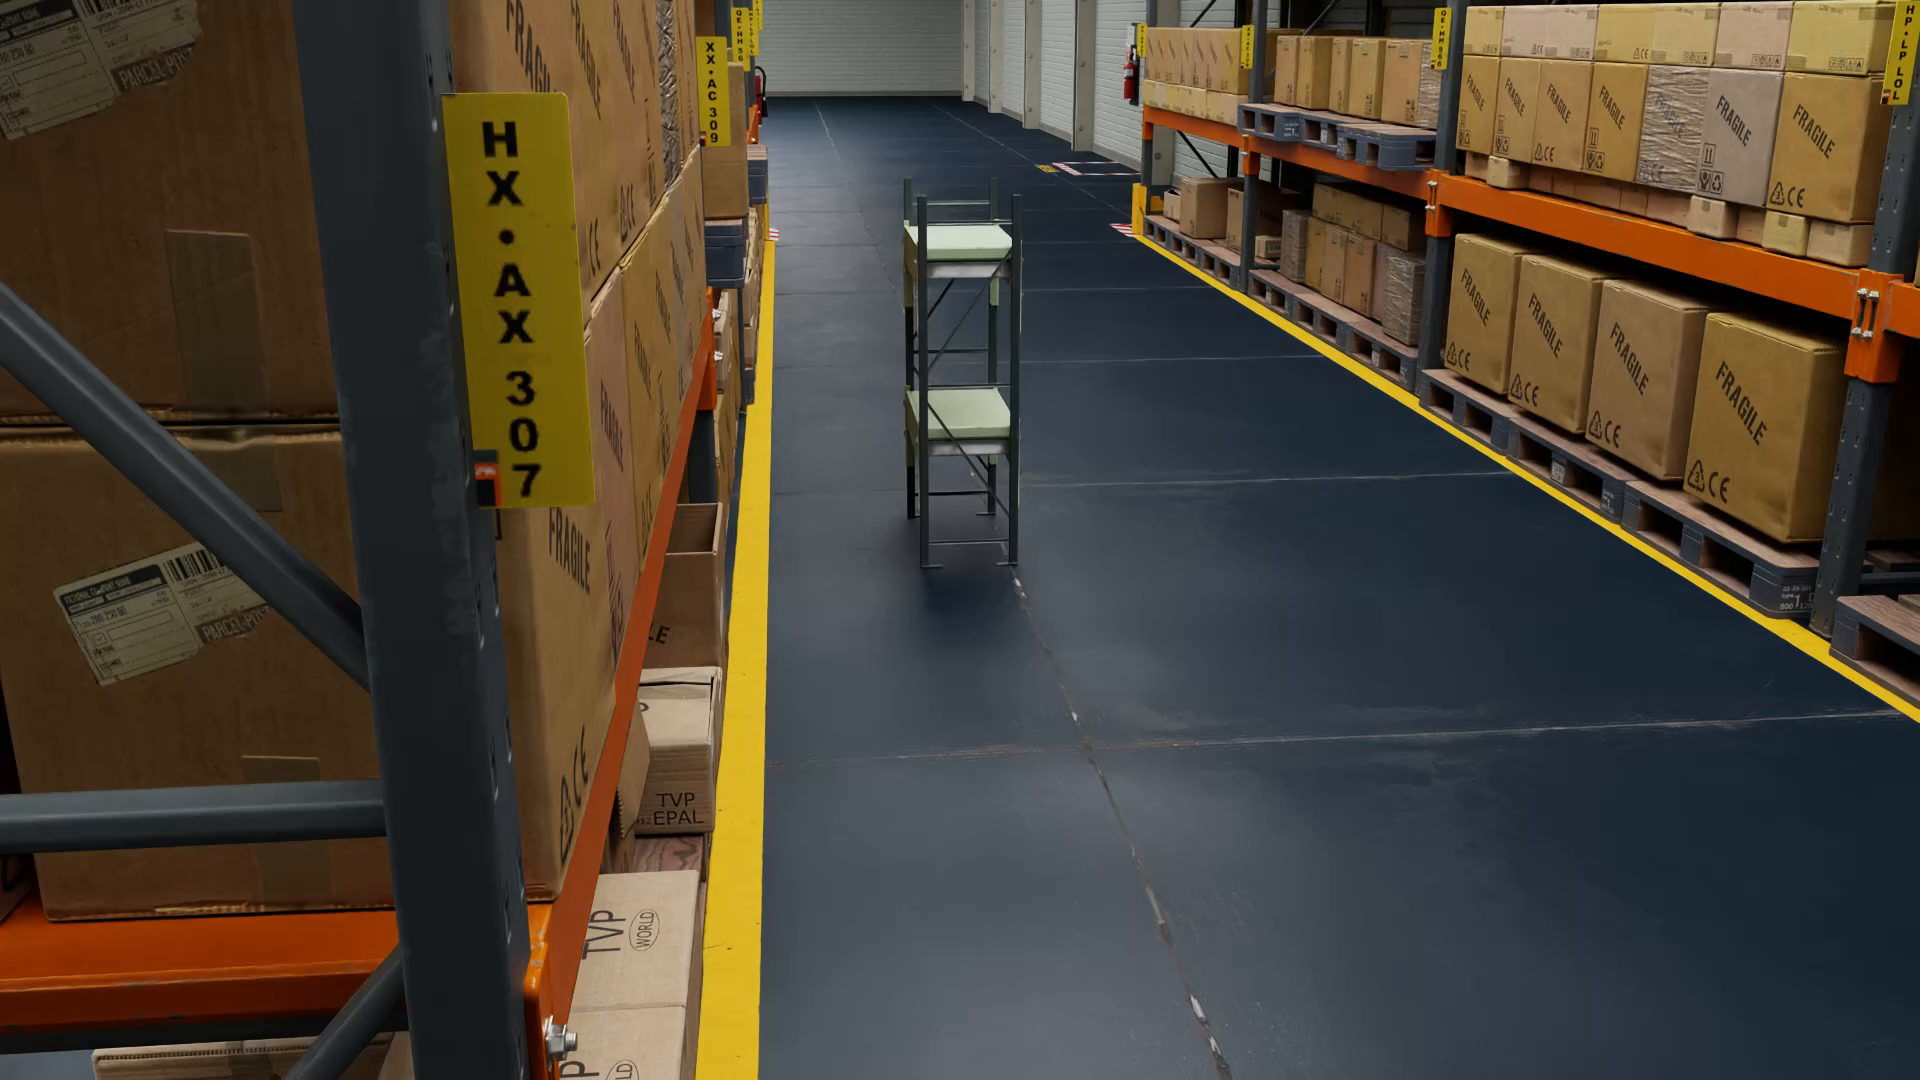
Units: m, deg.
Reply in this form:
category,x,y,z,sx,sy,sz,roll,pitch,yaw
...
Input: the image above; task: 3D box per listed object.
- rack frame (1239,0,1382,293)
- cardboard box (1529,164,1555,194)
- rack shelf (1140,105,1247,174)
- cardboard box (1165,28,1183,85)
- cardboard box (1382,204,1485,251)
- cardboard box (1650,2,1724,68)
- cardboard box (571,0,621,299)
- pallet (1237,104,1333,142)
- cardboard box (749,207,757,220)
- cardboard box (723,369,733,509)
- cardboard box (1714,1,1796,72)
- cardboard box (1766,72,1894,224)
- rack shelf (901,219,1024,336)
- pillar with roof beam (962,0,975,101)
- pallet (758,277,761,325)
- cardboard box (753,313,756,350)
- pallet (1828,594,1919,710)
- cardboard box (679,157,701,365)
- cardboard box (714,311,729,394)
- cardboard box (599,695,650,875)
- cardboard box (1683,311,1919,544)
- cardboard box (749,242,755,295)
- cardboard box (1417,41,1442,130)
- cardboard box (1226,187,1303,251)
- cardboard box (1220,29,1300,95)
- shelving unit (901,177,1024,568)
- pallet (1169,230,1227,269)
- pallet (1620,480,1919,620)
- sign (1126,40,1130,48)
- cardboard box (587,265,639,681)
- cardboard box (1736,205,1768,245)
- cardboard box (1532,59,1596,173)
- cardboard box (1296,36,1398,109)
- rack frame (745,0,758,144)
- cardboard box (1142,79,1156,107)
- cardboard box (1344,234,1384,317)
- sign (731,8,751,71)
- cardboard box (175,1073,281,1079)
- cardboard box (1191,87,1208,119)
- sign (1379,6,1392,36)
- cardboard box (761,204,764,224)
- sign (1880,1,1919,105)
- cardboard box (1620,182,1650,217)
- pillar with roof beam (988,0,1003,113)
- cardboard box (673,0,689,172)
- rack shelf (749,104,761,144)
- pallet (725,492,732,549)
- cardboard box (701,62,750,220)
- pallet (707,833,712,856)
category,x,y,z,sx,sy,sz,roll,pitch,yaw
rack frame,2.802,-3.482,13.260,1.000,3.000,0.127,-2,18,-6
cardboard box,3.127,-1.846,8.436,0.380,0.149,0.250,-2,18,-6
rack shelf,2.595,-3.735,15.266,1.077,0.370,4.000,-2,18,-6
cardboard box,2.228,-4.516,15.520,0.500,0.500,0.500,-2,18,-7
cardboard box,3.092,-2.050,10.885,0.500,0.250,0.500,-1,17,-5
cardboard box,3.228,-2.091,6.881,0.500,0.250,0.500,-1,17,-5
cardboard box,-0.732,-0.573,2.159,0.500,0.500,0.500,-2,18,-5
pallet,2.736,-3.158,12.549,1.003,0.211,1.213,-2,18,-6
cardboard box,-1.798,-2.372,12.678,0.500,0.311,0.500,-2,18,-6
cardboard box,-1.218,-0.421,6.949,0.500,0.500,0.500,-2,17,-5
cardboard box,3.281,-1.939,6.397,0.500,0.250,0.500,-1,17,-4
cardboard box,3.329,-1.427,6.019,0.500,0.500,0.500,-2,18,-7
rack shelf,-0.001,-1.090,6.842,0.431,0.370,0.720,-2,18,-6
pillar with roof beam,-4.055,-16.159,43.624,9.100,9.000,0.400,-2,18,-6
pallet,-2.010,-1.779,12.491,1.003,0.211,1.213,-2,18,-6
cardboard box,-1.527,-1.339,10.325,0.500,0.250,0.500,-2,18,-7
pallet,3.627,0.461,5.356,1.003,0.211,1.213,-2,18,-6
cardboard box,-0.939,-0.697,4.224,0.500,0.500,0.500,-1,17,-4
cardboard box,-1.211,-0.769,6.805,0.500,0.250,0.500,-2,18,-6
cardboard box,-1.101,0.596,3.703,0.797,0.503,0.637,-2,18,-6
cardboard box,3.430,-0.463,6.531,0.750,0.750,0.750,-2,17,-5
cardboard box,-1.587,-1.765,10.746,0.500,0.311,0.500,-2,18,-7
cardboard box,3.156,-2.687,9.828,0.700,0.500,0.500,-4,18,-12
cardboard box,2.655,-2.807,14.550,0.500,0.500,0.500,-3,18,-10
cardboard box,2.445,-3.909,13.585,0.500,0.500,0.500,-2,18,-6
shelving unit,-0.001,-0.718,6.959,0.431,1.500,0.755,-2,18,-6
pallet,2.568,-2.715,15.472,1.003,0.211,1.213,-2,18,-6
pallet,3.472,0.004,6.811,1.003,0.211,1.213,-2,18,-6
sign,2.523,-7.453,24.965,0.001,0.109,0.331,-2,18,-6
cardboard box,-0.729,-0.094,2.302,0.500,0.500,0.500,-2,18,-6
cardboard box,3.279,-1.233,6.483,0.380,0.149,0.250,-1,17,-4
cardboard box,3.105,-2.032,7.946,0.500,0.500,0.500,-2,18,-6
cardboard box,2.871,-3.420,12.162,0.700,0.500,0.500,0,17,0
rack frame,-2.538,-4.519,16.565,1.000,3.000,0.127,-2,18,-6
cardboard box,2.124,-4.456,16.581,0.500,0.250,0.500,-2,18,-7
cardboard box,3.071,-1.825,11.420,0.700,0.500,0.500,-2,18,-6
sign,-1.174,-2.670,8.874,0.100,0.325,0.005,-2,18,-6
cardboard box,-1.189,1.076,2.181,0.500,0.500,0.500,-2,18,-6
cardboard box,2.341,-3.850,14.649,0.500,0.250,0.500,-2,18,-6
sign,3.353,-4.053,13.145,0.100,0.325,0.005,-2,18,-6
cardboard box,-1.965,-3.020,14.425,0.500,0.500,0.500,-2,18,-6
sign,3.088,-1.593,5.444,0.100,0.325,0.005,-2,18,-6
cardboard box,3.207,-1.539,7.459,0.380,0.149,0.250,-1,17,-4
pillar with roof beam,-3.436,-14.371,37.930,9.100,9.000,0.400,-2,18,-6
cardboard box,-0.935,-1.174,4.072,0.500,0.500,0.500,-2,18,-7
rack shelf,-2.331,-3.580,14.775,1.077,0.370,4.000,-2,18,-6
pallet,-1.551,-0.219,7.523,1.003,0.211,1.213,-2,18,-6
cardboard box,-1.126,-1.340,5.571,0.700,0.500,0.500,-8,19,-24
pallet,-1.230,0.591,4.943,1.003,0.211,1.213,-2,18,-6
